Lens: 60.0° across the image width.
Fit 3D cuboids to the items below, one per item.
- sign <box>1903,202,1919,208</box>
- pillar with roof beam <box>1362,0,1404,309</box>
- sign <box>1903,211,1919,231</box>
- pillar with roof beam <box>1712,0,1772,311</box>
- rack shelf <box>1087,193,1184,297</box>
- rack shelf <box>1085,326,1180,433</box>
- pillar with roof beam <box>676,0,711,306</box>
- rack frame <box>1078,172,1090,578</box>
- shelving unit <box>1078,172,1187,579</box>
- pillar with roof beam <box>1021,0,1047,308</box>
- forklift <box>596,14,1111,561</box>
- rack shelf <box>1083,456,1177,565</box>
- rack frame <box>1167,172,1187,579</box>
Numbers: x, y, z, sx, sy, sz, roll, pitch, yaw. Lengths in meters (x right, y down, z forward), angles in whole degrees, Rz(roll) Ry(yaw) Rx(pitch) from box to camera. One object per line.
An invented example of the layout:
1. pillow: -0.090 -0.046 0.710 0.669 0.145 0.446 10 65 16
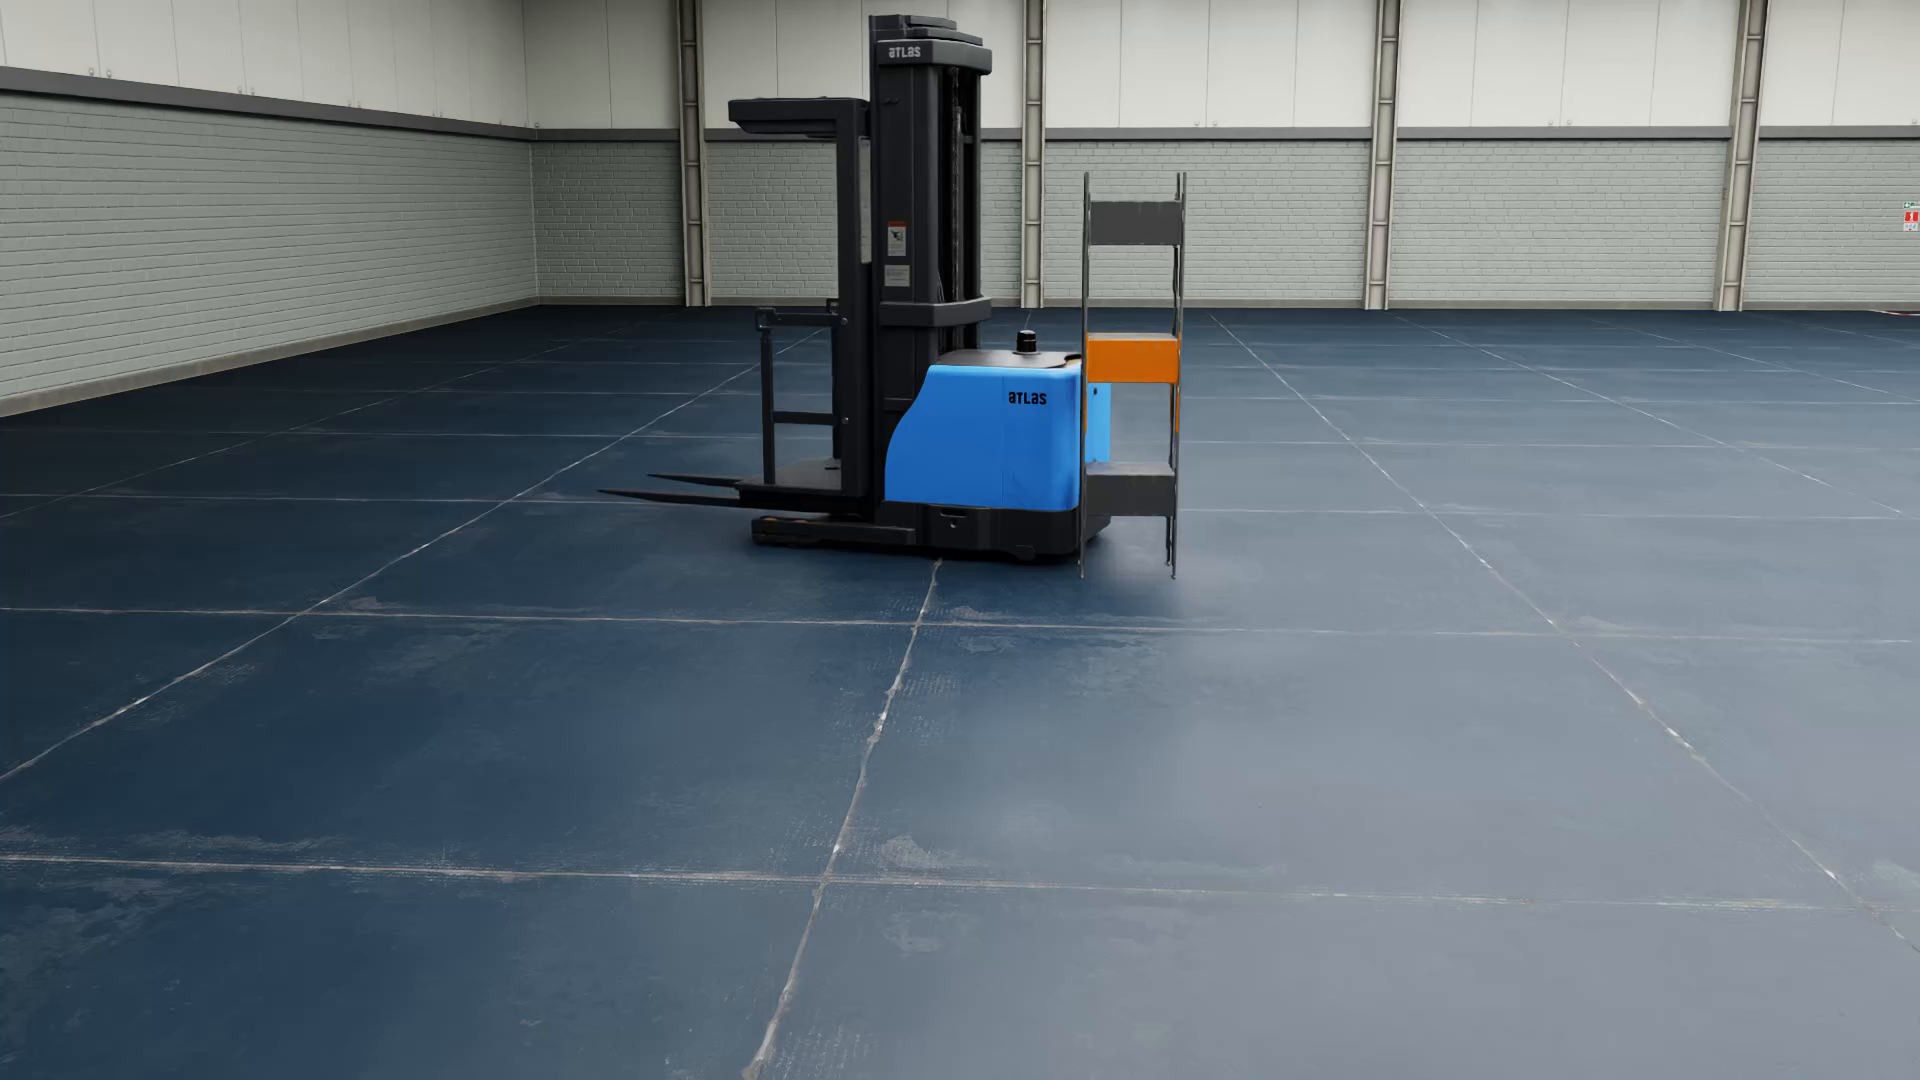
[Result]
1. sign: 16.238 -5.701 28.314 0.331 0.109 0.001 1 12 4
2. pillar with roof beam: 6.981 -7.577 24.011 0.400 9.000 9.100 1 12 4
3. sign: 16.234 -5.443 28.377 0.234 0.329 0.001 1 12 4
4. pillar with roof beam: 12.967 -7.495 23.619 0.400 9.000 9.100 1 12 4
5. rack shelf: 0.897 -1.536 8.631 0.480 0.518 0.431 0 12 2
6. rack shelf: 0.897 -0.851 8.775 0.480 0.518 0.431 0 12 2
7. pillar with roof beam: -4.992 -7.741 24.796 0.400 9.000 9.100 1 12 4
8. rack frame: 0.653 -0.866 8.782 0.015 2.100 0.400 0 12 2
9. shelving unit: 0.897 -0.864 8.772 0.503 2.100 0.431 0 12 2
10. pillar with roof beam: 0.994 -7.659 24.404 0.400 9.000 9.100 1 12 4
11. forklift: -0.679 -1.481 9.692 3.031 2.935 1.130 4 12 19
12. rack shelf: 0.897 -0.166 8.918 0.480 0.518 0.431 0 12 2
13. rack frame: 1.141 -0.862 8.762 0.015 2.100 0.400 0 12 2
